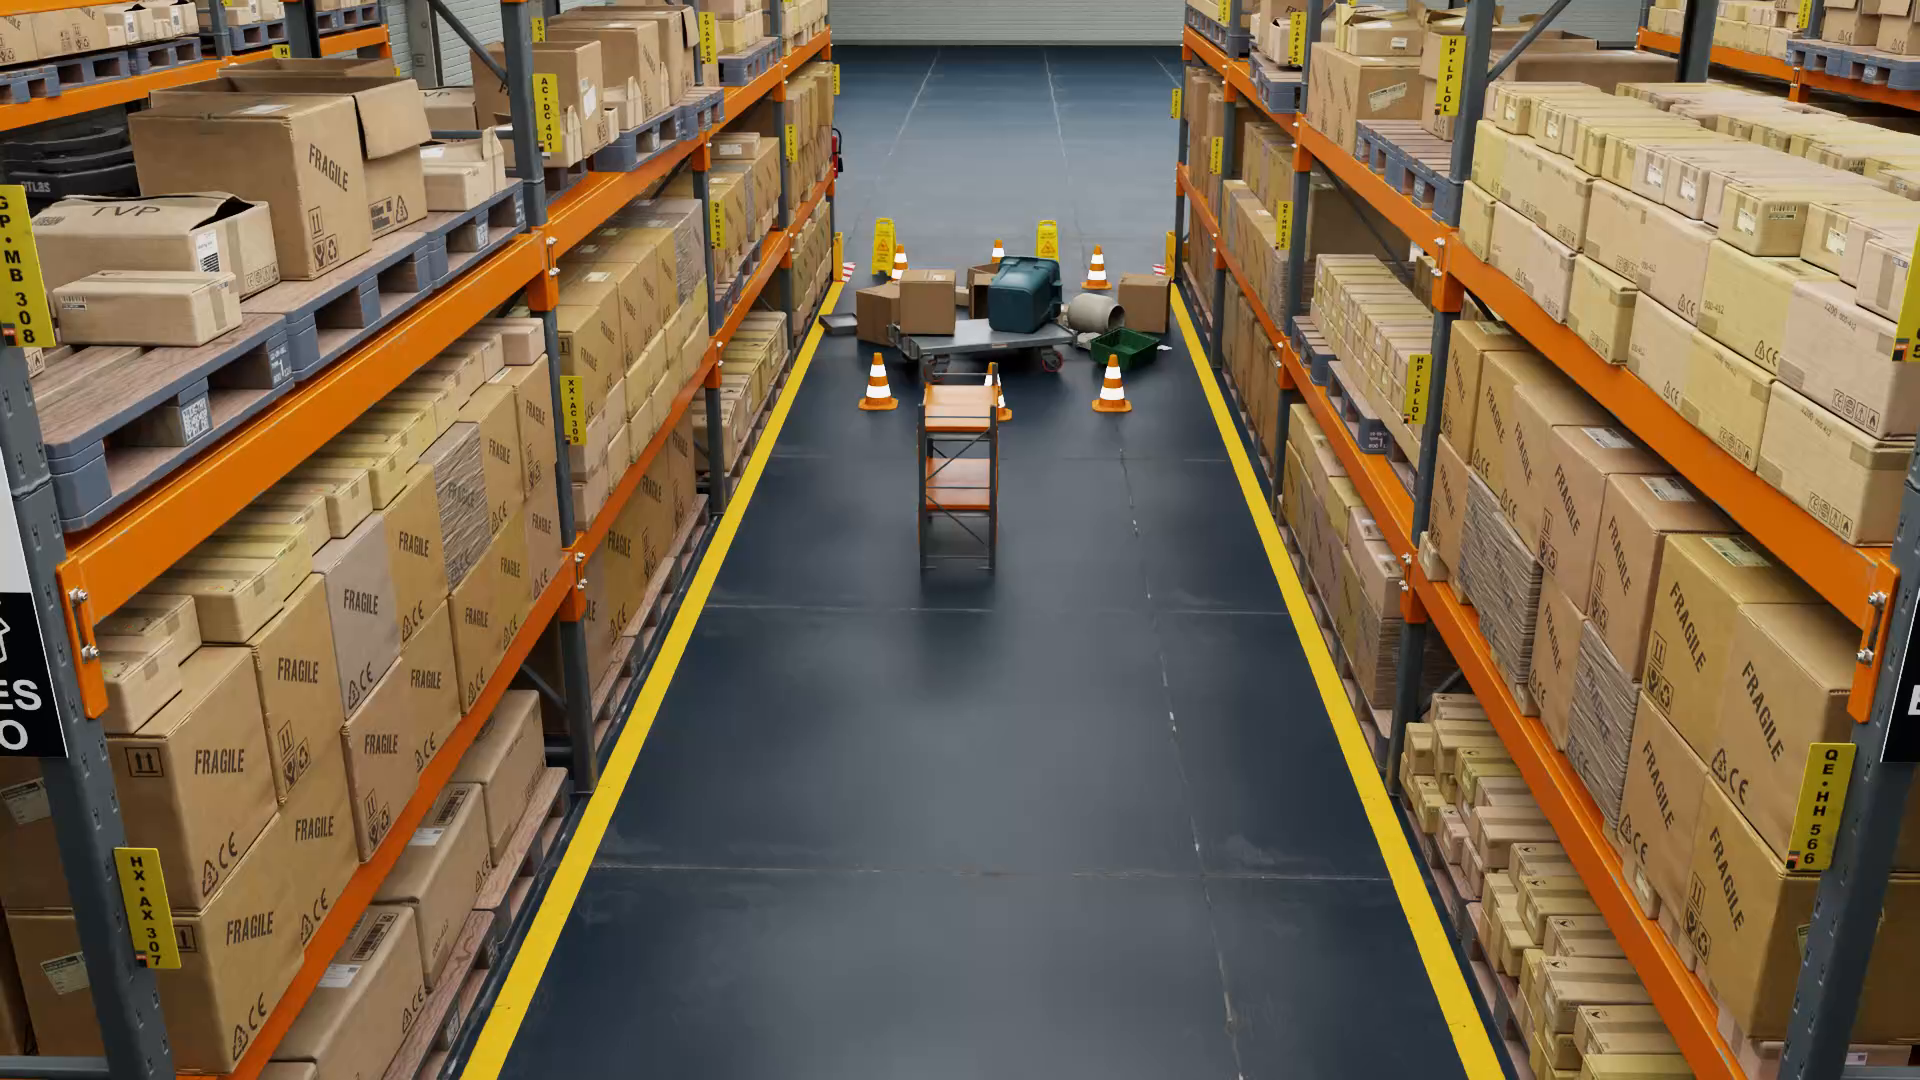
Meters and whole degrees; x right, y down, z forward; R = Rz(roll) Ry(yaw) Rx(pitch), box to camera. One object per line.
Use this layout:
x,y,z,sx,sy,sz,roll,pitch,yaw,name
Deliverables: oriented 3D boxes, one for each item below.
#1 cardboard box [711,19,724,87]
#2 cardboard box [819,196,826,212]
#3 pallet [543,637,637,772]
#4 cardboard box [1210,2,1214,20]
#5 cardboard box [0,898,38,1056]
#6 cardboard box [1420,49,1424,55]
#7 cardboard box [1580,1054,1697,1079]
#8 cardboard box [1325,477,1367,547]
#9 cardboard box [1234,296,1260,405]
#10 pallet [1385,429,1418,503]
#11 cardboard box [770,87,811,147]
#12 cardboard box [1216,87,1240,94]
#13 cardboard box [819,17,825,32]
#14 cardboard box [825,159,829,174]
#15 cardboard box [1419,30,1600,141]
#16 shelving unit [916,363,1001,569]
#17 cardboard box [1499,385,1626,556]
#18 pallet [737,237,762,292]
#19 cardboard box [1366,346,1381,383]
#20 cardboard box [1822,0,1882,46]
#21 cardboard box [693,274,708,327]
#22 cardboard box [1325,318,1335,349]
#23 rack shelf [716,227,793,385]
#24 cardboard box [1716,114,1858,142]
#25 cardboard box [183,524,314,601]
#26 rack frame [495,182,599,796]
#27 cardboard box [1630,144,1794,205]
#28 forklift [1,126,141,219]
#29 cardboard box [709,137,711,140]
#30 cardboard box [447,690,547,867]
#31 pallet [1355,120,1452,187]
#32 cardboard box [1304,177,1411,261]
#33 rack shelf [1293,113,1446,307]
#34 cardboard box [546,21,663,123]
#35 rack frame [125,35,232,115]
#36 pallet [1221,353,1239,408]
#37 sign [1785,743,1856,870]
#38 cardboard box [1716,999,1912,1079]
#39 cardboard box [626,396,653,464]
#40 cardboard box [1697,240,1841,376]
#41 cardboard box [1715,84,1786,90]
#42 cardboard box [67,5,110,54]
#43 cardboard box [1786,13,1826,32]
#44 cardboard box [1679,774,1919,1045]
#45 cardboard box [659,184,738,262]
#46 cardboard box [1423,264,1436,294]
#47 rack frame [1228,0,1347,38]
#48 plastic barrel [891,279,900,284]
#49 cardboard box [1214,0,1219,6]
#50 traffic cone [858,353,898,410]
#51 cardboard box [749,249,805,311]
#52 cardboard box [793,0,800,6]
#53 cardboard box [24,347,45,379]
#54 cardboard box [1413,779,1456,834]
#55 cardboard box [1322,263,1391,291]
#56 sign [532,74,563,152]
-2.181,-3.601,12.373,0.797,0.503,0.637,1,21,2,cardboard box
-1.663,-3.635,18.037,0.380,0.149,0.250,1,21,3,cardboard box
-2.372,0.864,9.010,1.003,0.211,1.213,1,21,2,pallet
2.596,-5.057,15.897,0.380,0.149,0.250,1,21,2,cardboard box
-2.692,1.066,4.496,0.500,0.500,0.500,1,21,2,cardboard box
2.986,-2.639,9.899,0.500,0.500,0.500,1,21,2,cardboard box
2.217,1.785,5.321,0.380,0.149,0.250,0,21,0,cardboard box
2.431,-0.167,9.652,0.500,0.250,0.500,0,21,-1,cardboard box
2.911,-1.603,14.044,1.050,0.750,0.750,1,21,2,cardboard box
2.799,-0.323,8.481,1.003,0.211,1.213,1,21,2,pallet
-1.810,-4.041,15.866,0.700,0.500,0.500,1,21,2,cardboard box
2.974,-4.131,16.329,0.875,0.550,0.550,1,21,2,cardboard box
-1.662,-5.554,17.896,0.380,0.149,0.250,1,21,2,cardboard box
-1.650,-4.147,18.418,0.380,0.149,0.250,0,21,1,cardboard box
2.808,-2.338,8.537,0.797,0.503,0.637,0,21,1,cardboard box
0.000,-0.522,11.319,0.538,1.125,1.048,1,21,2,shelving unit
2.326,-0.260,6.120,0.500,0.500,0.500,1,21,3,cardboard box
-2.180,-2.229,13.392,1.003,0.211,1.213,1,21,2,pallet
2.481,-0.978,9.259,0.380,0.149,0.250,1,21,2,cardboard box
7.715,-4.413,13.886,0.797,0.503,0.637,0,21,-1,cardboard box
-1.960,-1.588,10.990,0.500,0.250,0.500,1,21,1,cardboard box
2.521,-1.309,10.523,0.380,0.149,0.250,2,21,4,cardboard box
-2.138,-1.990,13.506,1.077,0.370,4.000,1,21,2,rack shelf
2.870,-1.392,5.789,0.380,0.149,0.250,0,21,-1,cardboard box
-2.105,0.066,4.795,0.380,0.149,0.250,0,21,0,cardboard box
-2.321,-0.156,7.785,1.000,3.000,0.127,1,21,2,rack frame
2.294,-1.119,5.084,0.380,0.149,0.250,0,21,0,cardboard box
-5.353,-0.905,9.810,3.031,2.935,1.130,5,22,12,forklift
-2.378,-3.263,14.663,0.500,0.500,0.500,1,21,3,cardboard box
-2.447,1.068,7.590,0.875,0.438,0.875,0,21,1,cardboard box
2.784,-2.046,8.769,1.213,0.211,1.003,1,21,2,pallet
2.776,-2.259,11.685,0.700,0.500,0.500,1,21,1,cardboard box
2.691,-1.924,9.190,1.077,0.370,4.000,1,21,2,rack shelf
-1.963,-2.603,9.225,0.500,0.500,0.500,1,21,2,cardboard box
-7.039,-3.102,15.377,1.000,3.000,0.127,1,21,2,rack frame
2.925,-1.451,14.976,1.003,0.211,1.213,1,21,2,pallet
1.954,0.608,3.779,0.100,0.325,0.005,1,21,2,sign
2.236,1.304,4.368,0.380,0.149,0.250,1,21,2,cardboard box
-1.998,-0.615,9.174,0.500,0.250,0.500,0,21,1,cardboard box
2.283,-0.608,4.318,0.500,0.250,0.500,0,21,0,cardboard box
7.597,-4.118,16.065,0.500,0.500,0.500,1,21,2,cardboard box
-6.864,-3.970,12.611,0.500,0.500,0.500,1,21,3,cardboard box
7.549,-4.575,14.682,0.380,0.149,0.250,1,21,3,cardboard box
2.265,0.957,4.365,0.500,0.500,0.500,1,21,3,cardboard box
-1.945,-2.332,12.263,0.500,0.500,0.500,2,21,4,cardboard box
3.185,-1.667,10.624,0.380,0.149,0.250,0,21,1,cardboard box
2.874,-5.828,14.108,1.000,3.000,0.127,1,21,2,rack frame
-0.505,-2.530,17.465,0.512,0.421,0.421,18,27,38,plastic barrel
2.648,-5.104,15.467,0.500,0.250,0.500,1,21,1,cardboard box
-0.716,-1.402,14.503,0.336,0.463,0.334,1,21,2,traffic cone
-1.789,-2.522,16.067,0.500,0.500,0.500,2,21,4,cardboard box
-1.711,-5.096,15.615,0.380,0.149,0.250,0,21,1,cardboard box
-2.519,-0.444,3.870,0.500,0.250,0.500,-1,21,-3,cardboard box
2.290,1.219,7.600,0.380,0.149,0.250,1,21,3,cardboard box
2.539,-1.678,10.652,0.380,0.149,0.250,0,21,0,cardboard box
-1.766,-1.827,7.120,0.100,0.325,0.005,1,21,2,sign
